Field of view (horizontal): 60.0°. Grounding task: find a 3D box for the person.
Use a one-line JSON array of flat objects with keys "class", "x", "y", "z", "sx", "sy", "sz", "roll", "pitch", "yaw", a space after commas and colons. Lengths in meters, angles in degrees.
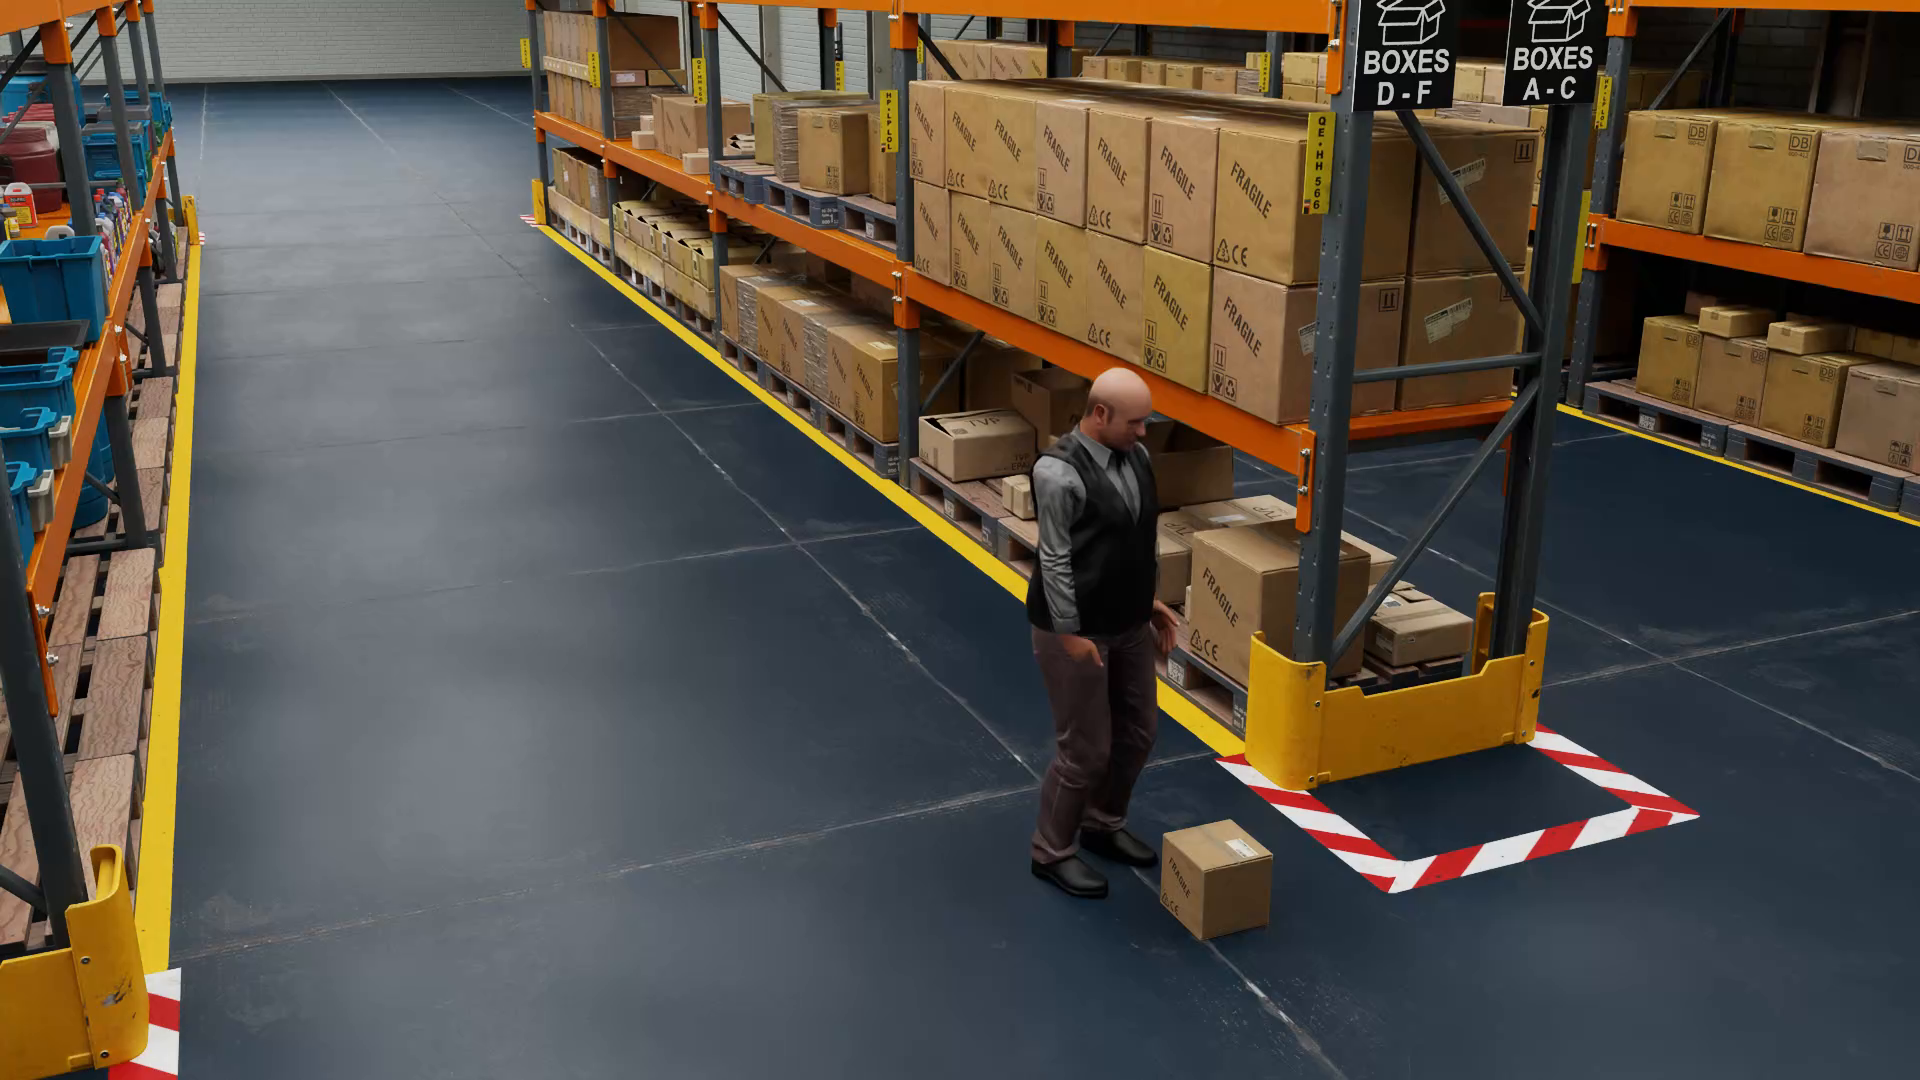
[{"class": "person", "x": 0.445, "y": 0.279, "z": 5.326, "sx": 0.372, "sy": 1.705, "sz": 0.543, "roll": 16, "pitch": 24, "yaw": 39}]
